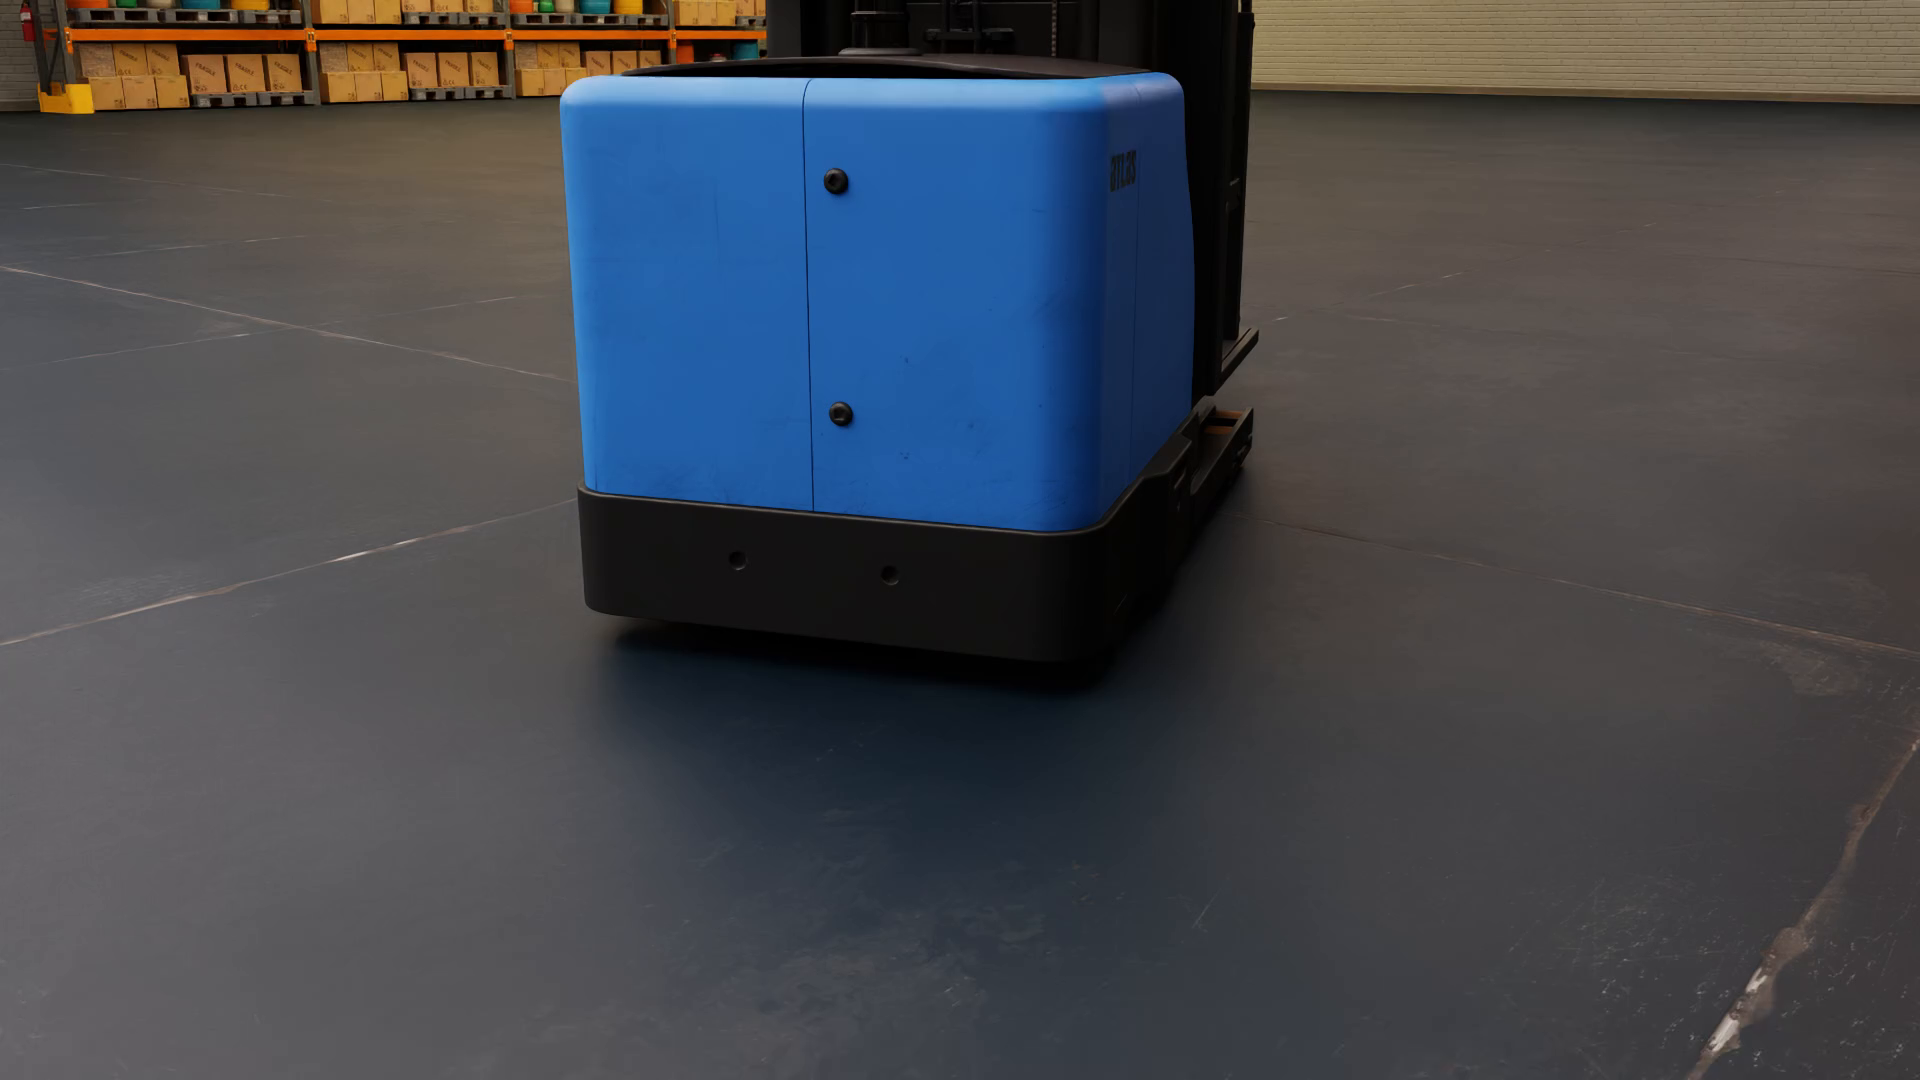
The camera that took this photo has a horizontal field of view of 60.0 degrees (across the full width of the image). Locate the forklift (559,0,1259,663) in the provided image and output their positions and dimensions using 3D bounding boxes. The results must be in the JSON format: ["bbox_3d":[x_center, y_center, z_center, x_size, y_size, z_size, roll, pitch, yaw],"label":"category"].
[{"bbox_3d":[0.182,-1.571,4.072,1.130,2.935,3.031,5,18,17],"label":"forklift"}]
